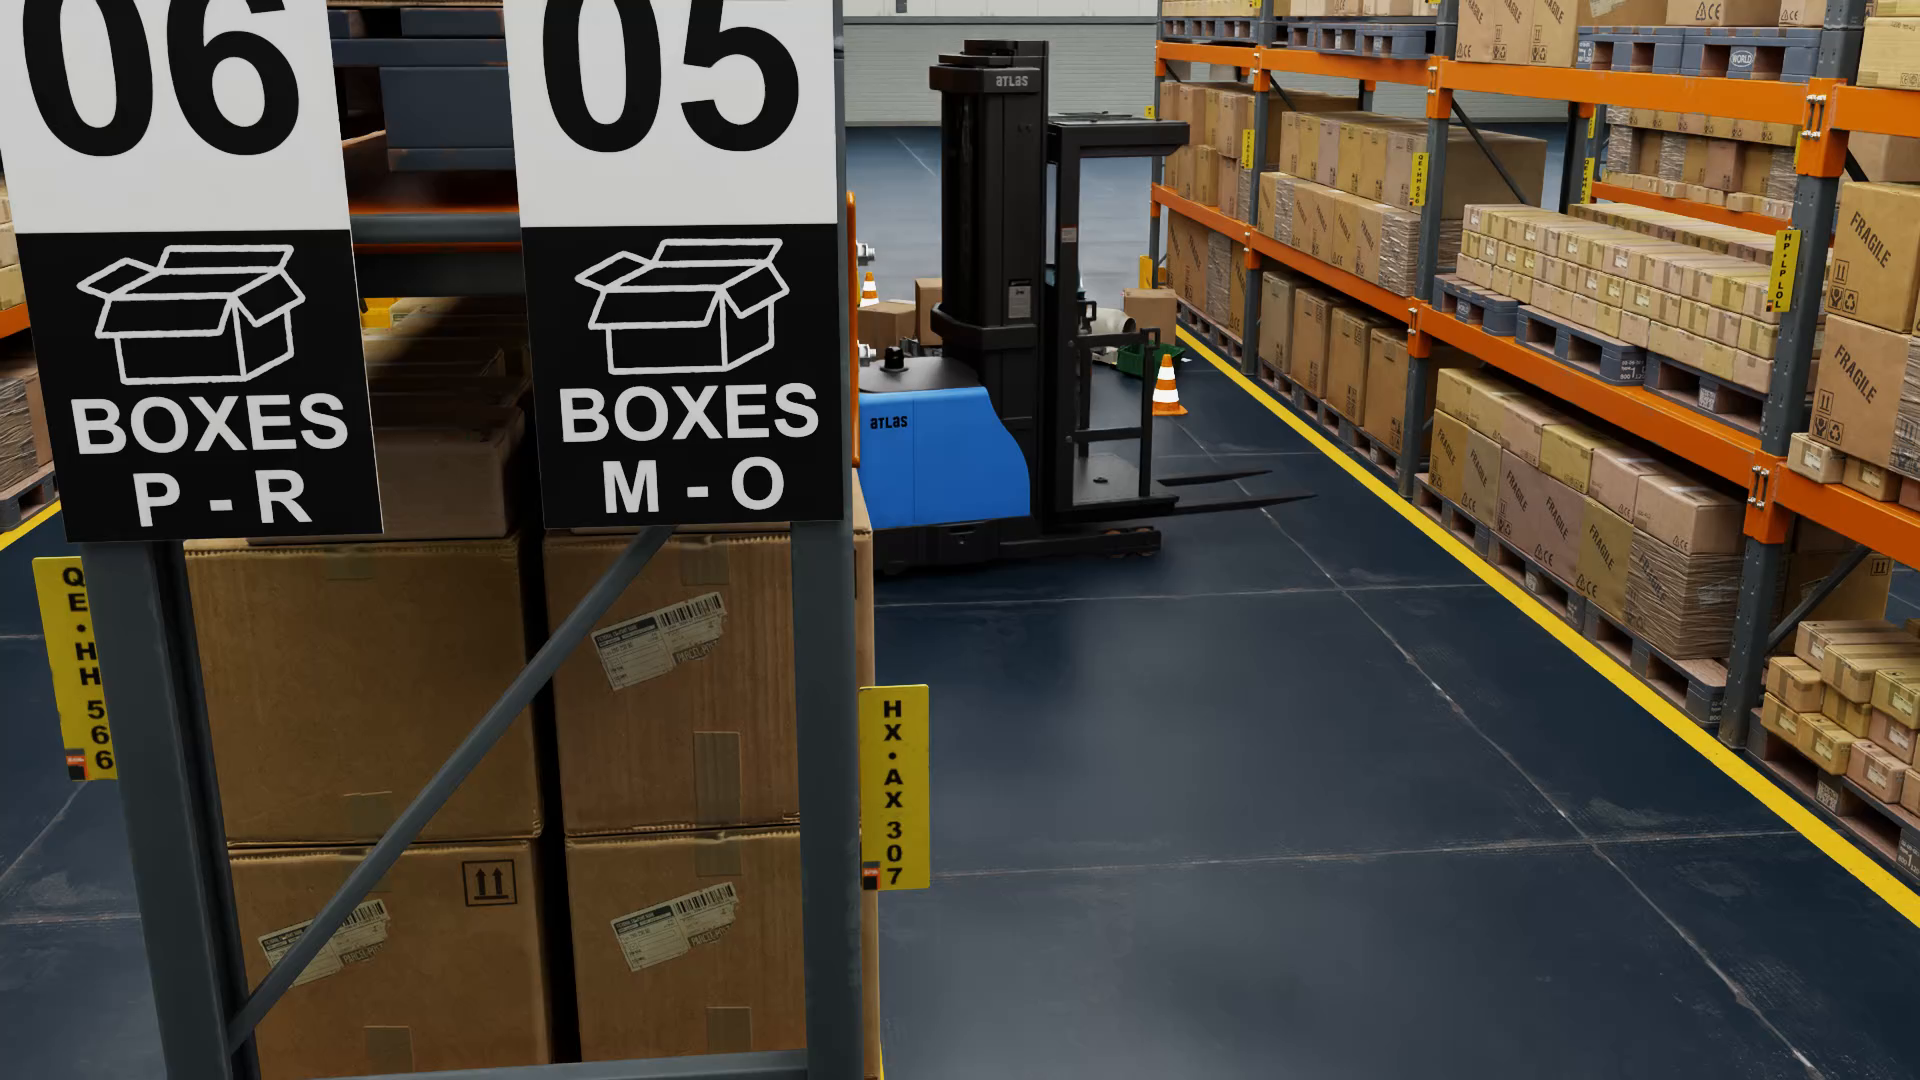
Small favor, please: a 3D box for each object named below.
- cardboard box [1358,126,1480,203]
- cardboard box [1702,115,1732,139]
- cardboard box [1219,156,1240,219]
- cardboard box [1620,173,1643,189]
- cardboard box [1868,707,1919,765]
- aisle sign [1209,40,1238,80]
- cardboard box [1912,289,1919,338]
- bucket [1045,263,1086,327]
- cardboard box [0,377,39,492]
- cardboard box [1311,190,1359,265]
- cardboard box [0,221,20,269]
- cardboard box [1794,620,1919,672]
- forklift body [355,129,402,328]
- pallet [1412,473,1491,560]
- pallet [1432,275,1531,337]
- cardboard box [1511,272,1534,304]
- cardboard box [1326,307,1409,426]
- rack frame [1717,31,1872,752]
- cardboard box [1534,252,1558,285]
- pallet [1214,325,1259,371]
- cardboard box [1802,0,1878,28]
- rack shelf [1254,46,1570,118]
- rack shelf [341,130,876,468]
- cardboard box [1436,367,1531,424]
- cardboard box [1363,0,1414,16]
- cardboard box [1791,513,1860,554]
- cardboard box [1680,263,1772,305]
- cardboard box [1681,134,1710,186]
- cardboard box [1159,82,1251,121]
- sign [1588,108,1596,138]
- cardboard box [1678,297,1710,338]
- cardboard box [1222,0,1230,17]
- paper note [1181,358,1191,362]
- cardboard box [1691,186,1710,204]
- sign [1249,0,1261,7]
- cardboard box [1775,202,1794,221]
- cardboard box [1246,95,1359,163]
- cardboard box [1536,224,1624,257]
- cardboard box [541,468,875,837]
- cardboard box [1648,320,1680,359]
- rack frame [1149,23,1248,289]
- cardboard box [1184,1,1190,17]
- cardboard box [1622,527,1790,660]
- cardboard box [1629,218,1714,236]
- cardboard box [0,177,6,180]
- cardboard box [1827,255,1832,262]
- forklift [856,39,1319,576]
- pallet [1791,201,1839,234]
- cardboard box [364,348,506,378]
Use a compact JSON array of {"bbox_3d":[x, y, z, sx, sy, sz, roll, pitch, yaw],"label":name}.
[{"bbox_3d":[3.295,-2.698,11.926,0.700,0.500,0.500,-2,18,-6],"label":"cardboard box"},{"bbox_3d":[7.548,-4.140,16.025,0.500,0.500,0.500,-2,18,-6],"label":"cardboard box"},{"bbox_3d":[2.899,-3.271,15.339,0.875,0.550,0.550,-2,18,-6],"label":"cardboard box"},{"bbox_3d":[7.369,-3.880,17.947,0.380,0.149,0.250,-2,18,-6],"label":"cardboard box"},{"bbox_3d":[3.748,0.736,6.386,0.380,0.149,0.250,-2,18,-6],"label":"cardboard box"},{"bbox_3d":[2.906,-5.390,17.996,0.394,0.787,0.004,-2,18,-6],"label":"aisle sign"},{"bbox_3d":[3.726,-0.914,5.749,0.500,0.500,0.500,-2,18,-7],"label":"cardboard box"},{"bbox_3d":[0.721,-2.060,14.658,0.726,0.611,0.620,4,28,13],"label":"bucket"},{"bbox_3d":[-6.460,-0.652,10.508,0.875,0.625,0.625,-1,17,-4],"label":"cardboard box"},{"bbox_3d":[2.968,-2.359,12.517,0.500,0.500,0.500,-2,17,-5],"label":"cardboard box"},{"bbox_3d":[-6.263,-1.854,10.490,0.500,0.250,0.500,-1,17,-4],"label":"cardboard box"},{"bbox_3d":[3.682,0.441,6.829,0.380,0.149,0.250,-1,17,-3],"label":"cardboard box"},{"bbox_3d":[-5.225,-2.868,15.721,2.313,2.155,1.214,-2,18,-6],"label":"forklift body"},{"bbox_3d":[3.520,-0.172,10.373,1.003,0.211,1.213,-2,18,-6],"label":"pallet"},{"bbox_3d":[3.620,-1.435,10.060,1.213,0.211,1.003,-2,18,-6],"label":"pallet"},{"bbox_3d":[3.371,-1.436,9.461,0.380,0.149,0.250,-1,17,-3],"label":"cardboard box"},{"bbox_3d":[3.374,-1.307,12.387,1.050,0.750,0.750,-2,17,-5],"label":"cardboard box"},{"bbox_3d":[3.853,-0.544,6.901,1.000,3.000,0.127,-2,18,-6],"label":"rack frame"},{"bbox_3d":[3.403,-1.498,9.163,0.380,0.149,0.250,-2,18,-6],"label":"cardboard box"},{"bbox_3d":[3.027,-1.826,15.640,1.003,0.211,1.213,-2,18,-6],"label":"pallet"},{"bbox_3d":[3.923,-2.339,6.744,0.700,0.500,0.500,-2,18,-6],"label":"cardboard box"},{"bbox_3d":[3.234,-3.419,12.254,1.077,0.370,4.000,-2,18,-6],"label":"rack shelf"},{"bbox_3d":[-0.854,-0.853,4.079,1.077,0.370,4.000,-2,18,-6],"label":"rack shelf"},{"bbox_3d":[3.271,-0.888,10.218,0.500,0.250,0.500,-3,18,-8],"label":"cardboard box"},{"bbox_3d":[3.034,-3.674,11.146,0.500,0.311,0.500,-2,18,-6],"label":"cardboard box"},{"bbox_3d":[4.040,-0.138,7.828,0.500,0.250,0.500,-3,18,-8],"label":"cardboard box"},{"bbox_3d":[3.564,-1.179,7.649,0.380,0.149,0.250,-2,18,-7],"label":"cardboard box"},{"bbox_3d":[7.808,-3.822,16.680,0.875,0.500,0.500,-2,18,-6],"label":"cardboard box"},{"bbox_3d":[2.615,-4.594,17.749,0.875,0.550,0.550,-2,18,-6],"label":"cardboard box"},{"bbox_3d":[7.020,-4.638,18.498,0.100,0.325,0.005,-2,18,-6],"label":"sign"},{"bbox_3d":[3.564,-1.031,7.675,0.380,0.149,0.250,-1,17,-3],"label":"cardboard box"},{"bbox_3d":[2.592,-4.813,15.045,0.380,0.149,0.250,-2,18,-5],"label":"cardboard box"},{"bbox_3d":[2.058,-1.683,15.487,0.142,0.020,0.147,16,24,42],"label":"paper note"},{"bbox_3d":[7.517,-3.433,16.523,0.380,0.149,0.250,-2,18,-6],"label":"cardboard box"},{"bbox_3d":[2.476,-4.625,13.898,0.100,0.325,0.005,-2,18,-6],"label":"sign"},{"bbox_3d":[7.657,-2.985,15.098,0.380,0.149,0.250,-2,18,-6],"label":"cardboard box"},{"bbox_3d":[3.024,-3.625,14.662,0.875,0.550,0.550,-2,18,-6],"label":"cardboard box"},{"bbox_3d":[3.403,-1.643,9.129,0.380,0.149,0.250,-1,17,-3],"label":"cardboard box"},{"bbox_3d":[-0.414,0.155,2.841,0.500,0.500,0.500,-2,18,-7],"label":"cardboard box"},{"bbox_3d":[3.538,-0.963,7.954,0.380,0.149,0.250,-3,18,-8],"label":"cardboard box"},{"bbox_3d":[2.615,-4.119,18.289,1.000,3.000,0.127,-2,18,-6],"label":"rack frame"},{"bbox_3d":[2.436,-5.265,16.484,0.380,0.149,0.250,-2,18,-5],"label":"cardboard box"},{"bbox_3d":[3.526,0.236,7.890,0.500,0.500,0.500,-2,18,-7],"label":"cardboard box"},{"bbox_3d":[4.029,-1.736,9.423,0.380,0.149,0.250,-1,17,-4],"label":"cardboard box"},{"bbox_3d":[-6.952,-2.529,11.975,0.380,0.149,0.250,-2,18,-6],"label":"cardboard box"},{"bbox_3d":[4.188,-1.273,7.950,0.380,0.149,0.250,-2,18,-6],"label":"cardboard box"},{"bbox_3d":[0.687,-1.430,9.839,3.031,2.935,1.130,-5,18,-16],"label":"forklift"},{"bbox_3d":[7.906,-2.727,14.174,1.003,0.211,1.213,-2,18,-6],"label":"pallet"},{"bbox_3d":[-1.044,-0.253,3.056,0.380,0.149,0.250,-2,18,-6],"label":"cardboard box"}]
